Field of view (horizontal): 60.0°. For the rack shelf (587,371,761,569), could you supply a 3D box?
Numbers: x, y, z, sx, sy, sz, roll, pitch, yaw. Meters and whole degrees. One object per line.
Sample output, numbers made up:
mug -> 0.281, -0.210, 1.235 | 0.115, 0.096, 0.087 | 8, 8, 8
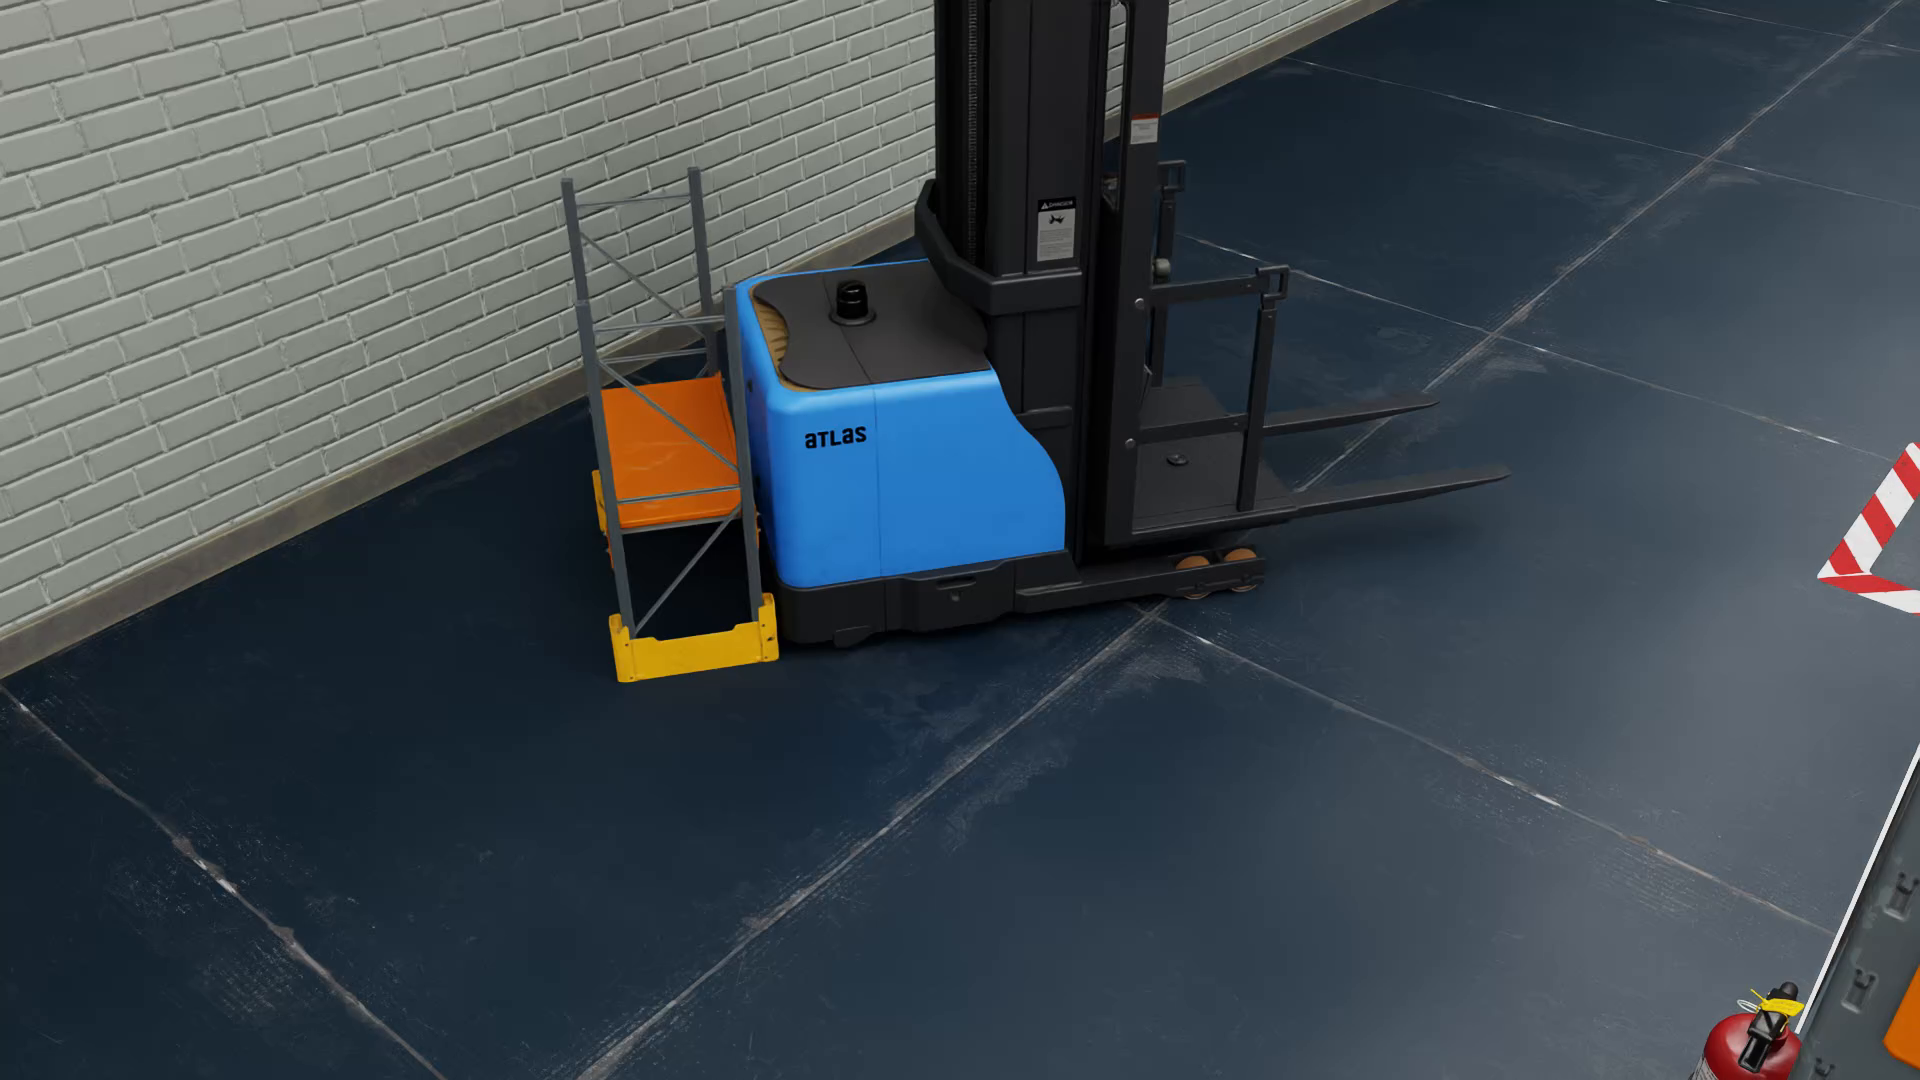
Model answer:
rack shelf -> -1.074, -0.283, 6.154 | 0.538, 0.185, 1.000 | -8, 35, -11

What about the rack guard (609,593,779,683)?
rack guard -> -0.957, 0.353, 6.014 | 0.587, 0.250, 0.087 | -8, 35, -11

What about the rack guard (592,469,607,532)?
rack guard -> -1.193, -0.195, 6.812 | 0.587, 0.250, 0.087 | -8, 35, -11

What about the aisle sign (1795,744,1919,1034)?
aisle sign -> 1.004, 0.107, 1.648 | 0.004, 0.787, 0.394 | 25, 42, 32

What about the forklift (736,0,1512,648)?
forklift -> 0.695, -1.260, 5.996 | 3.031, 2.935, 1.130 | -8, 35, -12

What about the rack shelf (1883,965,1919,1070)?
rack shelf -> 2.787, 0.860, 0.833 | 4.000, 0.370, 1.077 | 25, 42, 32

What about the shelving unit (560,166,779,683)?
shelving unit -> -1.076, -0.436, 6.059 | 0.587, 1.500, 1.083 | -8, 35, -11

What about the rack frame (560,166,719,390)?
rack frame -> -1.194, -0.710, 6.459 | 0.500, 1.500, 0.032 | -8, 35, -11

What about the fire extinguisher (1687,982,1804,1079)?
fire extinguisher -> 1.425, 1.009, 3.029 | 0.183, 0.674, 0.296 | 25, 42, 32

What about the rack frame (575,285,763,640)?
rack frame -> -0.954, -0.151, 5.645 | 0.500, 1.500, 0.032 | -8, 35, -11
